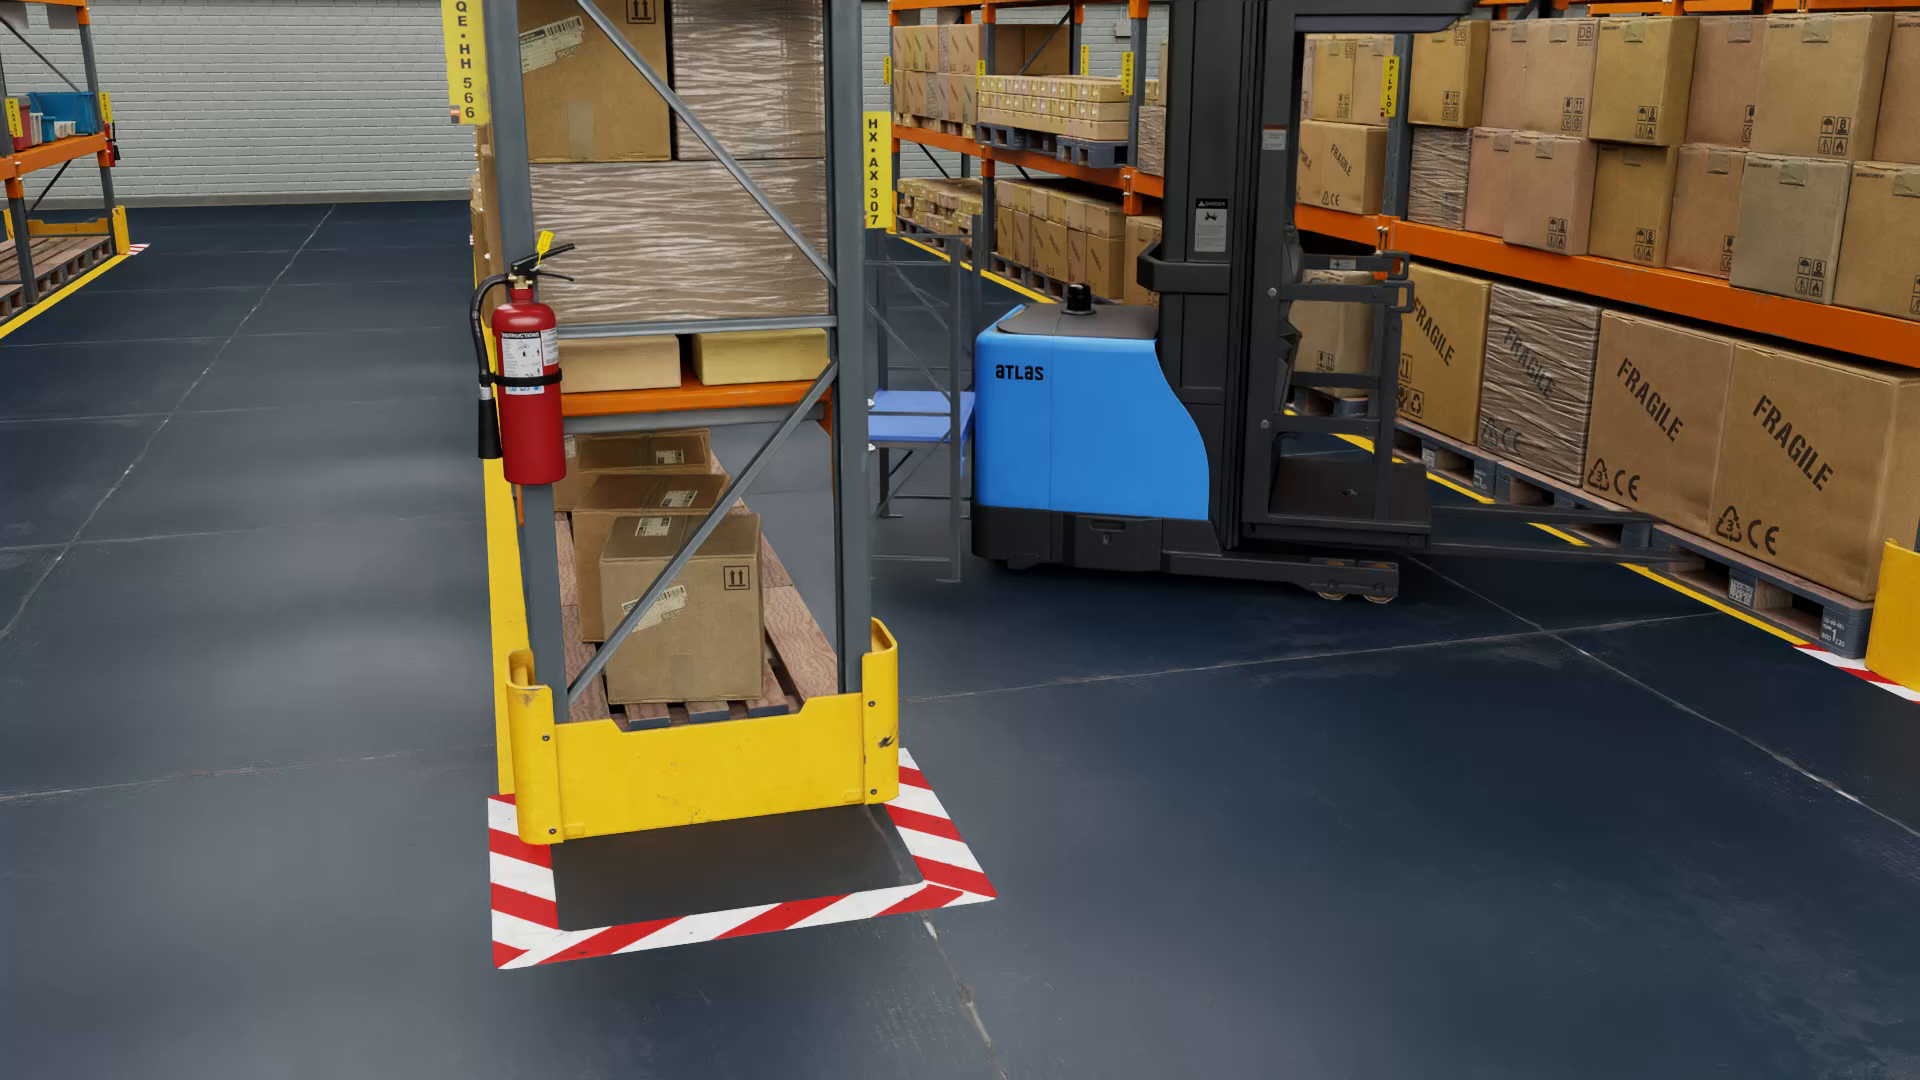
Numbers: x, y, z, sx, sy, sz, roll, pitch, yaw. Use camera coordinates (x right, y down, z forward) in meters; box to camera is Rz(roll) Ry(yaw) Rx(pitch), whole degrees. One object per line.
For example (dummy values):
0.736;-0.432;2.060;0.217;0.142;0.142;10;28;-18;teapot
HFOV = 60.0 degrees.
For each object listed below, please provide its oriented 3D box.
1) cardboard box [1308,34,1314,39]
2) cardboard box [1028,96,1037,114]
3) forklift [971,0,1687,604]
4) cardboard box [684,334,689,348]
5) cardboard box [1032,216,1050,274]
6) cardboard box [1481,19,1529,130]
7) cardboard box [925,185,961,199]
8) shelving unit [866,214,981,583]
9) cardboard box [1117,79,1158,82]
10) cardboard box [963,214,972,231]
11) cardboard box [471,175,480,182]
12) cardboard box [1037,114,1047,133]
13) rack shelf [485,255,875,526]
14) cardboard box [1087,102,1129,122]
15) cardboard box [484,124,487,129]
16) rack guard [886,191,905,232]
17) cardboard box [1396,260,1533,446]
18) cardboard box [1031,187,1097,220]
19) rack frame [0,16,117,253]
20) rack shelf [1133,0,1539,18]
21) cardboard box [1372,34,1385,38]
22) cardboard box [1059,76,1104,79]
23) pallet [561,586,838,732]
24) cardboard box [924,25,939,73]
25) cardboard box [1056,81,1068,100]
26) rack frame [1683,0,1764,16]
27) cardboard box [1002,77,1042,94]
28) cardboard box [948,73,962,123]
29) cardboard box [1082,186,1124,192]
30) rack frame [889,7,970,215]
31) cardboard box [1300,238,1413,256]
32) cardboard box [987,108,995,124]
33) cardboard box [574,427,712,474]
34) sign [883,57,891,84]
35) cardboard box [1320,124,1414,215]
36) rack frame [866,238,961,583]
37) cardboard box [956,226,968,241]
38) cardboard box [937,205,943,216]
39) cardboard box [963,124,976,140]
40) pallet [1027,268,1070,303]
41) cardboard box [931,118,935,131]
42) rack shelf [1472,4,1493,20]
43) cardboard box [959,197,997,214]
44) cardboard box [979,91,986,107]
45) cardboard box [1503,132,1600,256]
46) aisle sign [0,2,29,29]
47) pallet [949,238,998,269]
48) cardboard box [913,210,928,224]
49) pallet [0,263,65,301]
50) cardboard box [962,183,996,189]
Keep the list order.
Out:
4.510;-6.238;20.467;0.380;0.149;0.250;-5;17;-15;cardboard box
0.830;-3.929;15.006;0.380;0.149;0.250;-5;17;-16;cardboard box
1.625;-1.302;7.193;3.031;2.935;1.130;4;17;13;forklift
-0.720;-0.718;5.565;0.380;0.149;0.250;-5;17;-15;cardboard box
0.984;-2.772;15.580;0.500;0.500;0.500;-4;17;-14;cardboard box
3.262;-2.411;8.628;0.875;0.550;0.550;-5;17;-15;cardboard box
-0.197;-4.052;19.420;0.380;0.149;0.250;-4;17;-13;cardboard box
-0.198;-0.684;7.622;0.538;1.500;1.048;2;17;5;shelving unit
1.603;-3.976;14.646;0.380;0.149;0.250;-4;17;-13;cardboard box
0.254;-3.397;17.756;0.380;0.149;0.250;-6;18;-18;cardboard box
-3.869;-2.927;15.445;1.225;0.875;0.875;-5;17;-15;cardboard box
0.907;-3.713;14.805;0.380;0.149;0.250;-4;17;-14;cardboard box
-1.316;-0.808;6.679;1.077;0.370;4.000;-5;17;-15;rack shelf
1.258;-3.501;13.581;0.380;0.149;0.250;-4;17;-14;cardboard box
-1.711;-1.954;6.814;0.500;0.500;0.500;-5;17;-15;cardboard box
-0.346;-4.171;20.970;1.175;0.500;0.348;-5;17;-15;rack guard
3.036;-1.074;9.277;0.875;0.875;0.875;-4;17;-14;cardboard box
0.966;-3.132;15.477;0.500;0.250;0.500;-4;17;-13;cardboard box
-9.926;-4.634;18.164;1.000;3.000;0.127;-5;17;-15;rack frame
2.381;-3.715;11.143;1.077;0.370;4.000;-5;17;-15;rack shelf
4.959;-5.820;19.073;0.380;0.149;0.250;-5;17;-16;cardboard box
1.174;-4.407;16.083;0.380;0.149;0.250;-5;18;-17;cardboard box
-0.977;0.487;5.962;1.003;0.211;1.213;-5;17;-15;pallet
-0.089;-5.488;18.579;0.500;0.500;0.500;-5;18;-17;cardboard box
1.040;-3.857;14.252;0.380;0.149;0.250;-4;17;-14;cardboard box
6.563;-3.596;14.709;1.000;3.000;0.127;-5;17;-15;rack frame
0.615;-4.286;15.680;0.380;0.149;0.250;-5;17;-16;cardboard box
0.186;-4.729;17.789;0.500;0.500;0.500;-5;17;-17;cardboard box
1.467;-3.172;15.609;0.500;0.250;0.500;-6;18;-18;cardboard box
-0.367;-5.389;20.680;1.000;3.000;0.127;-5;17;-15;rack frame
2.412;-1.626;11.330;1.050;0.750;0.750;-5;17;-15;cardboard box
0.480;-4.142;16.235;0.380;0.149;0.250;-4;17;-14;cardboard box
-1.384;-0.273;7.261;0.500;0.500;0.500;-6;18;-20;cardboard box
-0.889;-5.761;20.412;0.100;0.325;0.005;-5;17;-15;sign
2.530;-2.241;10.026;0.500;0.500;0.500;-5;17;-16;cardboard box
-0.247;-0.538;7.137;0.500;1.500;0.032;2;17;5;rack frame
0.171;-3.347;18.105;0.380;0.149;0.250;-5;18;-17;cardboard box
-0.052;-3.844;19.245;0.380;0.149;0.250;-4;17;-12;cardboard box
0.253;-4.286;17.443;0.380;0.149;0.250;-5;17;-17;cardboard box
1.287;-2.394;15.556;1.003;0.211;1.213;-5;17;-15;pallet
-0.115;-4.726;18.908;0.380;0.149;0.250;-4;17;-13;cardboard box
4.914;-6.348;19.906;1.077;0.370;4.000;-5;17;-15;rack shelf
0.201;-3.617;17.972;0.380;0.149;0.250;-5;17;-16;cardboard box
0.398;-4.361;16.446;0.380;0.149;0.250;-4;17;-14;cardboard box
3.252;-1.732;8.243;0.875;0.550;0.550;-5;17;-15;cardboard box
-10.231;-5.875;17.778;0.394;0.787;0.004;-5;17;-15;aisle sign
0.514;-3.130;18.007;1.003;0.211;1.213;-5;17;-15;pallet
-0.340;-3.842;19.752;0.380;0.149;0.250;-4;17;-15;cardboard box
-9.066;-2.392;15.549;1.003;0.211;1.213;-5;17;-15;pallet
0.239;-4.171;19.817;0.380;0.149;0.250;-5;18;-17;cardboard box
